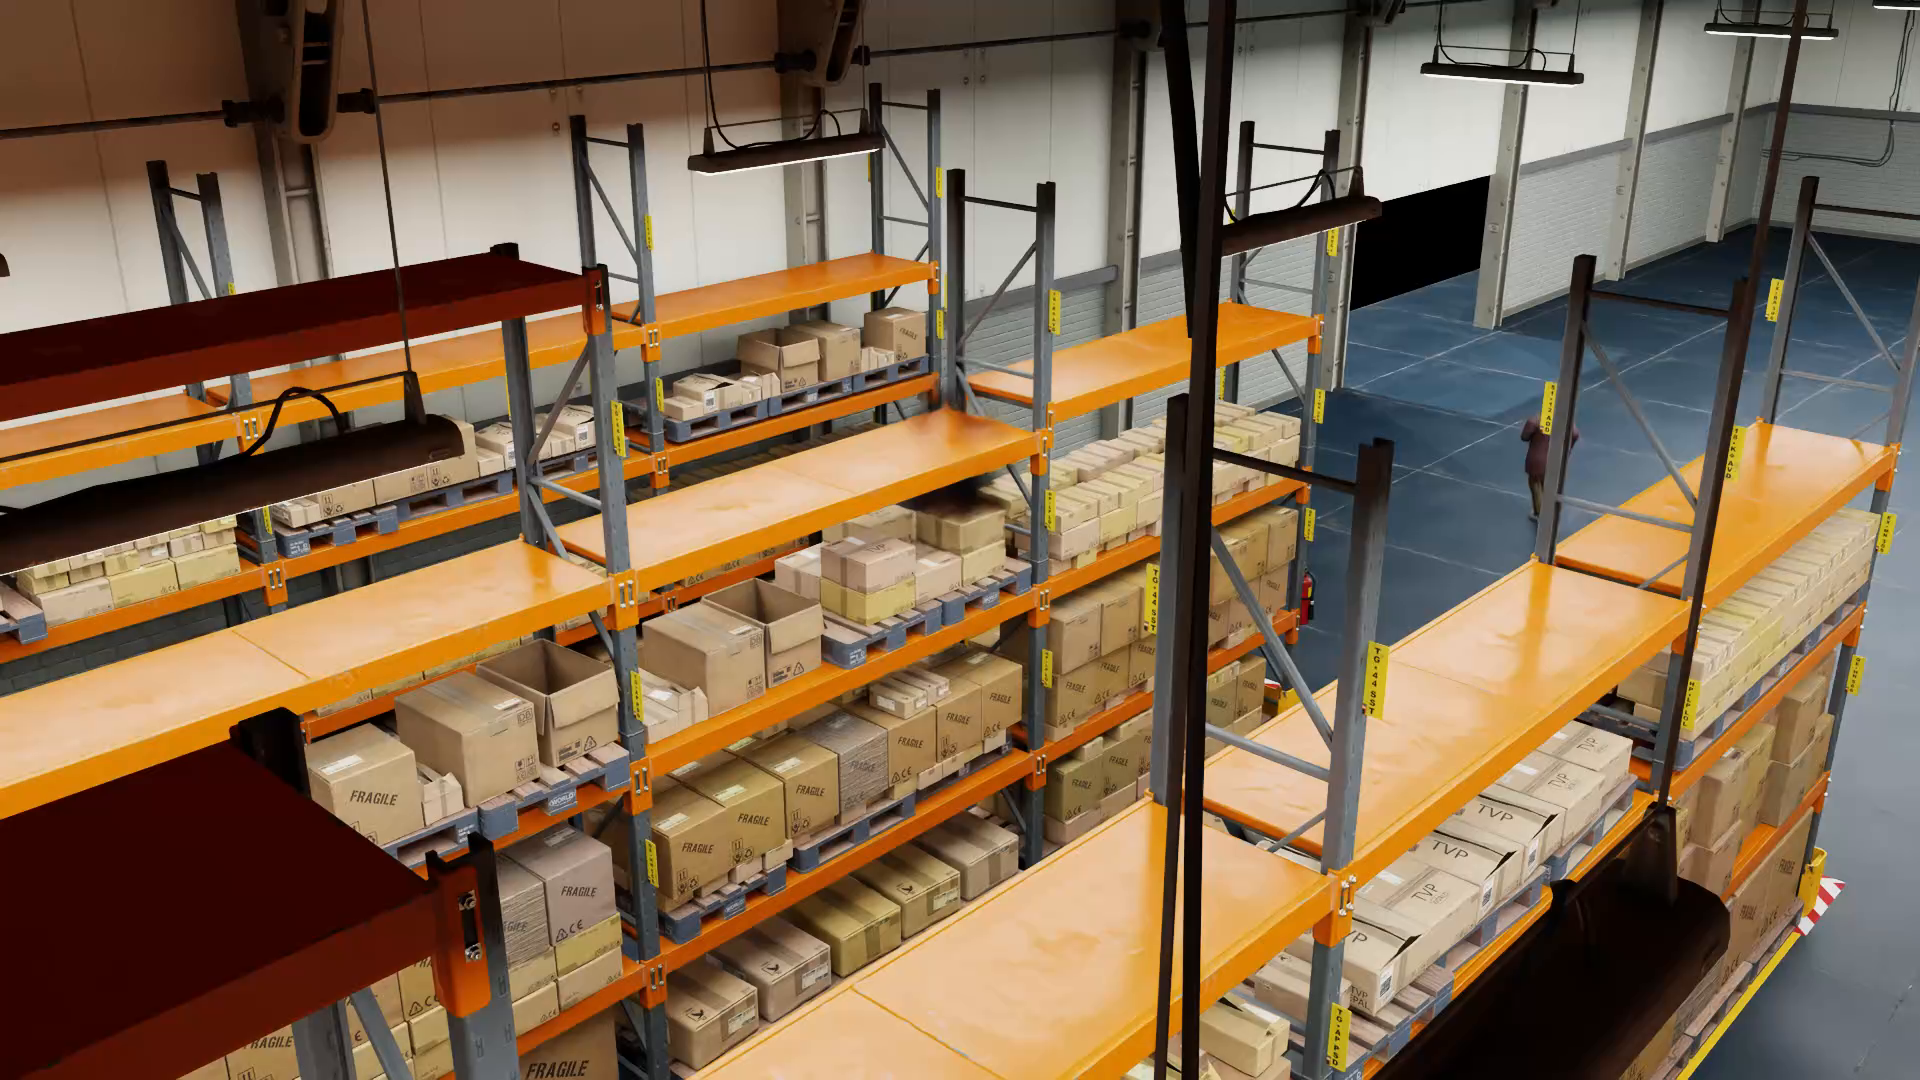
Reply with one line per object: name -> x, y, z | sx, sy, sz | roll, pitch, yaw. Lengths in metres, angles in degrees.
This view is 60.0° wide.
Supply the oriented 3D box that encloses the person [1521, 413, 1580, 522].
person -> 7.902, -1.153, 22.547 | 0.685, 1.747, 0.712 | -2, 21, -5
